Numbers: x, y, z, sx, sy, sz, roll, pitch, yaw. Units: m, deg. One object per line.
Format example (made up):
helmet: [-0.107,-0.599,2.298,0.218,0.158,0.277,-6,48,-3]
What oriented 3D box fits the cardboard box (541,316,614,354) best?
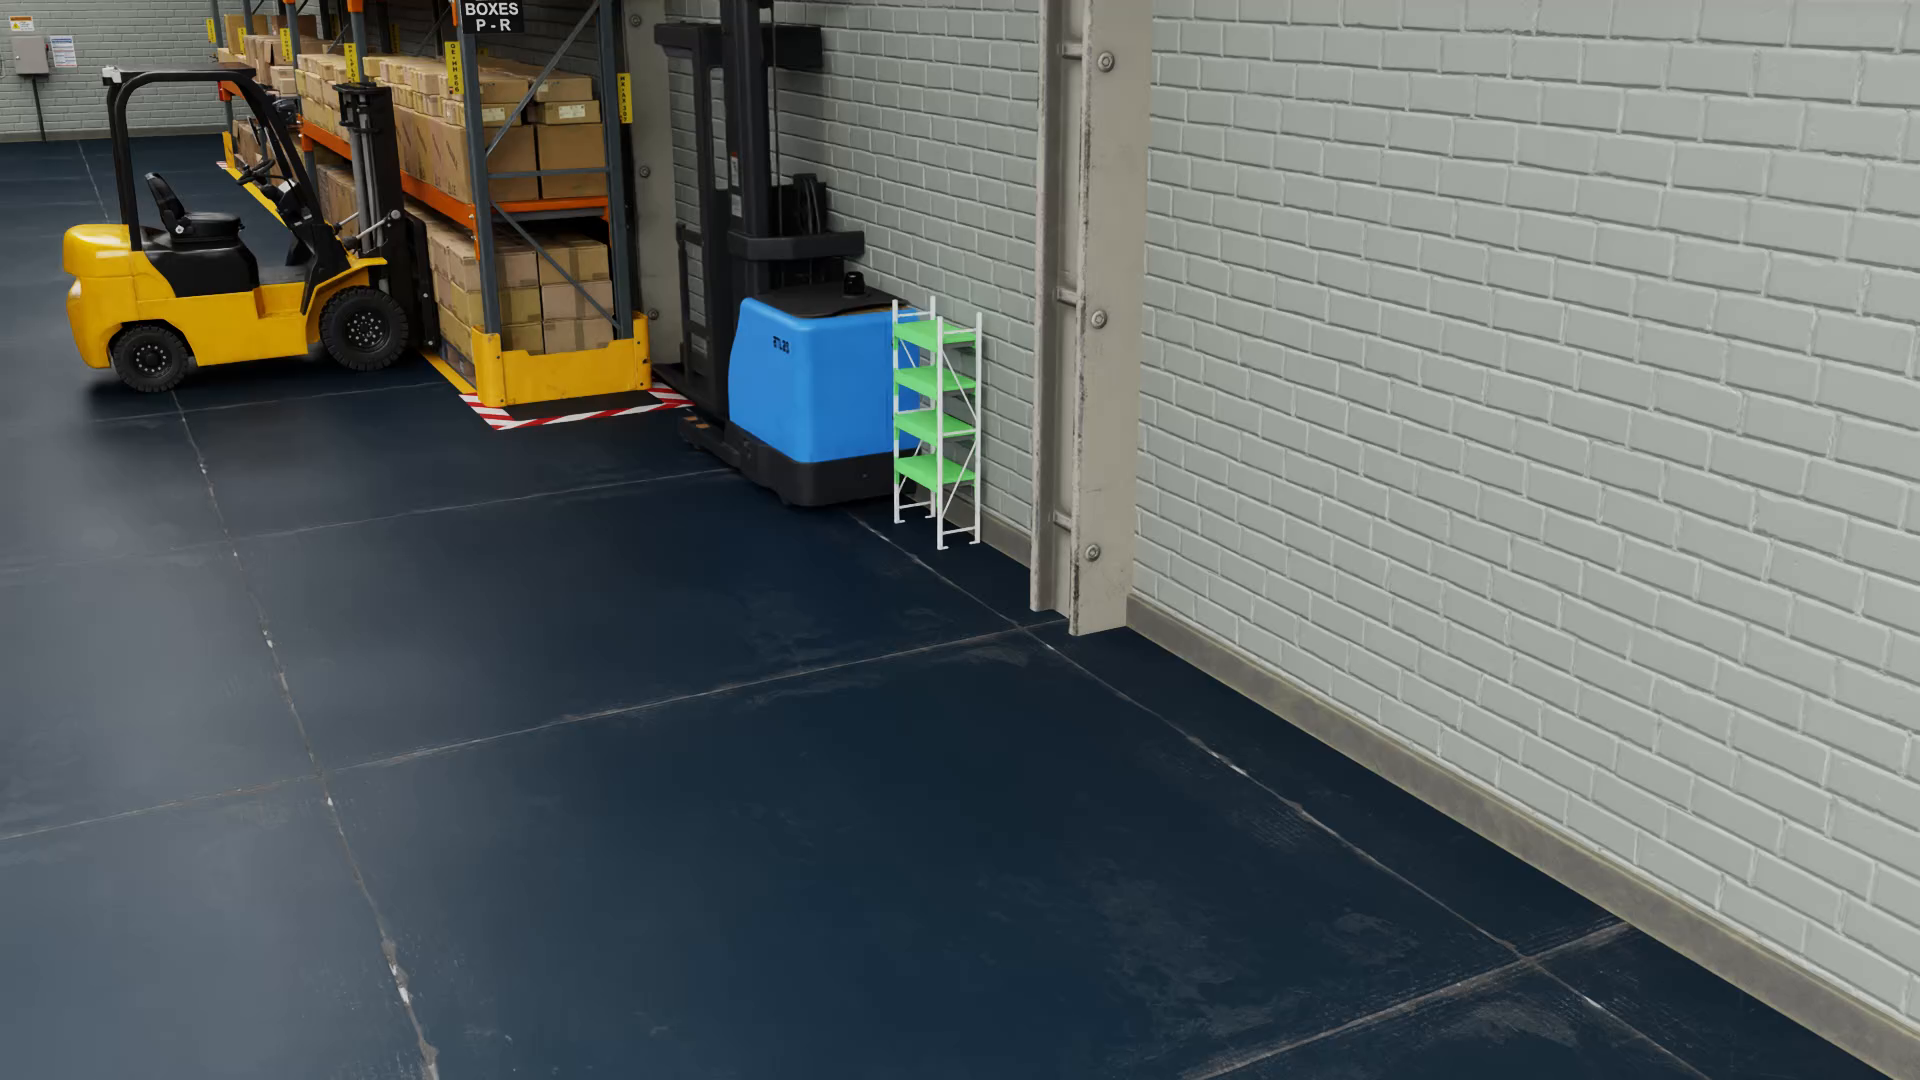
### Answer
cardboard box: [-2.822,-1.523,12.018,0.500,0.250,0.500,-10,21,-26]

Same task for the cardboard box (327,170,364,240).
cardboard box: [-5.958,-3.458,17.051,0.875,0.625,0.625,-9,21,-25]

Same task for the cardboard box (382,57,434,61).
cardboard box: [-4.550,-3.900,13.732,0.380,0.149,0.250,-10,21,-26]

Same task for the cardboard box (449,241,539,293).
cardboard box: [-3.254,-1.908,11.602,0.500,0.250,0.500,-9,21,-25]

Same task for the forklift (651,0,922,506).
forklift: [-1.111,-2.000,9.934,1.130,2.935,3.031,-10,21,-27]

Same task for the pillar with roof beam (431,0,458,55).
pillar with roof beam: [-8.936,-6.684,14.206,9.100,9.000,0.400,-10,21,-27]

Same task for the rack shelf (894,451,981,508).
rack shelf: [-0.122,-0.320,8.649,0.258,0.148,0.480,-10,21,-27]

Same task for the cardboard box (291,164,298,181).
cardboard box: [-7.429,-4.150,19.247,0.500,0.500,0.500,-9,21,-24]

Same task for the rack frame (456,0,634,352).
rack frame: [-2.760,-2.453,11.142,1.000,3.000,0.127,-10,21,-27]

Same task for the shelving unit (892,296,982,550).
shelving unit: [-0.121,-0.607,8.550,0.258,1.200,0.503,-10,21,-27]

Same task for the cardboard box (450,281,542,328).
cardboard box: [-3.267,-1.679,11.705,0.500,0.250,0.500,-10,22,-27]

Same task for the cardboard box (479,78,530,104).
cardboard box: [-3.116,-3.018,11.175,0.380,0.149,0.250,-10,21,-27]

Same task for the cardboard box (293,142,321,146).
cardboard box: [-7.622,-4.561,19.444,0.380,0.149,0.250,-11,22,-29]

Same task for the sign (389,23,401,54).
sign: [-6.072,-5.384,17.861,0.100,0.325,0.005,-10,21,-27]

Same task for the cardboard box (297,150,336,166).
cardboard box: [-7.174,-4.249,18.541,0.380,0.149,0.250,-11,22,-29]

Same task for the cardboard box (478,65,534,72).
cardboard box: [-3.441,-3.526,12.646,0.380,0.149,0.250,-10,21,-26]

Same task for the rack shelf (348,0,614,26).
rack shelf: [-3.710,-4.105,12.434,1.077,0.370,4.000,-10,21,-27]

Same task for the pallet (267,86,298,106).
pallet: [-7.487,-5.217,19.445,1.003,0.211,1.213,-10,21,-27]

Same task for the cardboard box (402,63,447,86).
cardboard box: [-4.088,-3.601,12.865,0.380,0.149,0.250,-10,21,-27]

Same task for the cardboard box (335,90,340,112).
cardboard box: [-5.369,-4.015,15.131,0.500,0.250,0.500,-11,22,-28]

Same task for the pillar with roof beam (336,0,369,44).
pillar with roof beam: [-11.785,-8.407,19.198,9.100,9.000,0.400,-10,21,-27]

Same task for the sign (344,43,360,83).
sign: [-5.133,-4.024,14.042,0.100,0.325,0.005,-10,21,-27]

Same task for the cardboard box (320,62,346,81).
cardboard box: [-5.844,-4.445,15.768,0.380,0.149,0.250,-11,22,-28]

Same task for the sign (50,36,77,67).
sign: [-15.169,-8.266,28.133,0.329,0.494,0.001,-10,21,-27]

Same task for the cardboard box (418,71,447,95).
cardboard box: [-3.683,-3.295,11.979,0.380,0.149,0.250,-9,21,-25]

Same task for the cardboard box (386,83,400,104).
cardboard box: [-4.292,-3.521,13.088,0.380,0.149,0.250,-10,22,-27]

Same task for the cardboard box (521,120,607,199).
cardboard box: [-2.751,-2.686,11.663,0.500,0.500,0.500,-9,21,-25]

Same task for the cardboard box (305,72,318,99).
cardboard box: [-6.327,-4.606,16.845,0.500,0.250,0.500,-9,21,-25]

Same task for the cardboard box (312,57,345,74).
cardboard box: [-6.259,-4.747,16.642,0.380,0.149,0.250,-10,21,-26]

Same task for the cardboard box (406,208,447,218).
cardboard box: [-4.226,-2.496,13.305,0.500,0.250,0.500,-9,21,-25]

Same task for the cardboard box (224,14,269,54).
cardboard box: [-9.667,-6.868,22.560,0.500,0.500,0.500,-9,21,-25]

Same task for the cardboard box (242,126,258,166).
cardboard box: [-9.616,-5.454,23.027,0.500,0.500,0.500,-10,21,-26]

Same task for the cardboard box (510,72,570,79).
cardboard box: [-2.964,-3.231,11.793,0.380,0.149,0.250,-10,21,-26]

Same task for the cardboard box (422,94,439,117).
cardboard box: [-3.664,-3.158,12.038,0.380,0.149,0.250,-11,22,-28]

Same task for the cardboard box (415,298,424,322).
cardboard box: [-3.985,-1.873,13.031,0.500,0.250,0.500,-9,21,-25]

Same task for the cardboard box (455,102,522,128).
cardboard box: [-3.172,-2.863,11.183,0.380,0.149,0.250,-10,21,-26]

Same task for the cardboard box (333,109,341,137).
cardboard box: [-5.582,-3.925,15.639,0.500,0.250,0.500,-10,21,-26]

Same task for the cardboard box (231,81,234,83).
cardboard box: [-9.876,-6.413,23.003,0.380,0.149,0.250,-11,22,-28]

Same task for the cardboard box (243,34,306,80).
cardboard box: [-8.426,-5.970,20.538,0.700,0.500,0.500,-9,21,-25]

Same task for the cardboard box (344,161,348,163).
cardboard box: [-6.728,-4.075,19.030,0.500,0.500,0.500,-10,21,-26]

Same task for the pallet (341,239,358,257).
pallet: [-5.627,-2.839,16.536,1.003,0.211,1.213,-10,21,-27]

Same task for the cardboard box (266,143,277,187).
cardboard box: [-8.427,-4.741,20.961,0.500,0.500,0.500,-9,21,-24]

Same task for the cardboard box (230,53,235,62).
cardboard box: [-9.635,-6.511,22.675,0.500,0.250,0.500,-11,22,-28]

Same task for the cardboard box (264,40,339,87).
cardboard box: [-7.497,-5.437,18.987,0.797,0.503,0.637,-11,22,-28]

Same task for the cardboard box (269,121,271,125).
cardboard box: [-8.469,-5.227,20.919,0.380,0.149,0.250,-10,22,-28]

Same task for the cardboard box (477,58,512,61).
cardboard box: [-3.848,-3.837,13.548,0.380,0.149,0.250,-10,22,-28]

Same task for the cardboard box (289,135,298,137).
cardboard box: [-8.049,-4.861,20.315,0.380,0.149,0.250,-10,22,-28]

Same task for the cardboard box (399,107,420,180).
cardboard box: [-3.955,-3.041,12.693,0.500,0.500,0.500,-10,21,-26]

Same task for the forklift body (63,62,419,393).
forklift body: [-5.266,-2.314,12.039,2.313,2.155,1.214,-10,21,-27]

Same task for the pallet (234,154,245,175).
pallet: [-9.943,-5.477,24.182,1.003,0.211,1.213,-10,21,-27]

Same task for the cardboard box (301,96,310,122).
cardboard box: [-6.564,-4.514,17.343,0.500,0.250,0.500,-10,21,-26]
